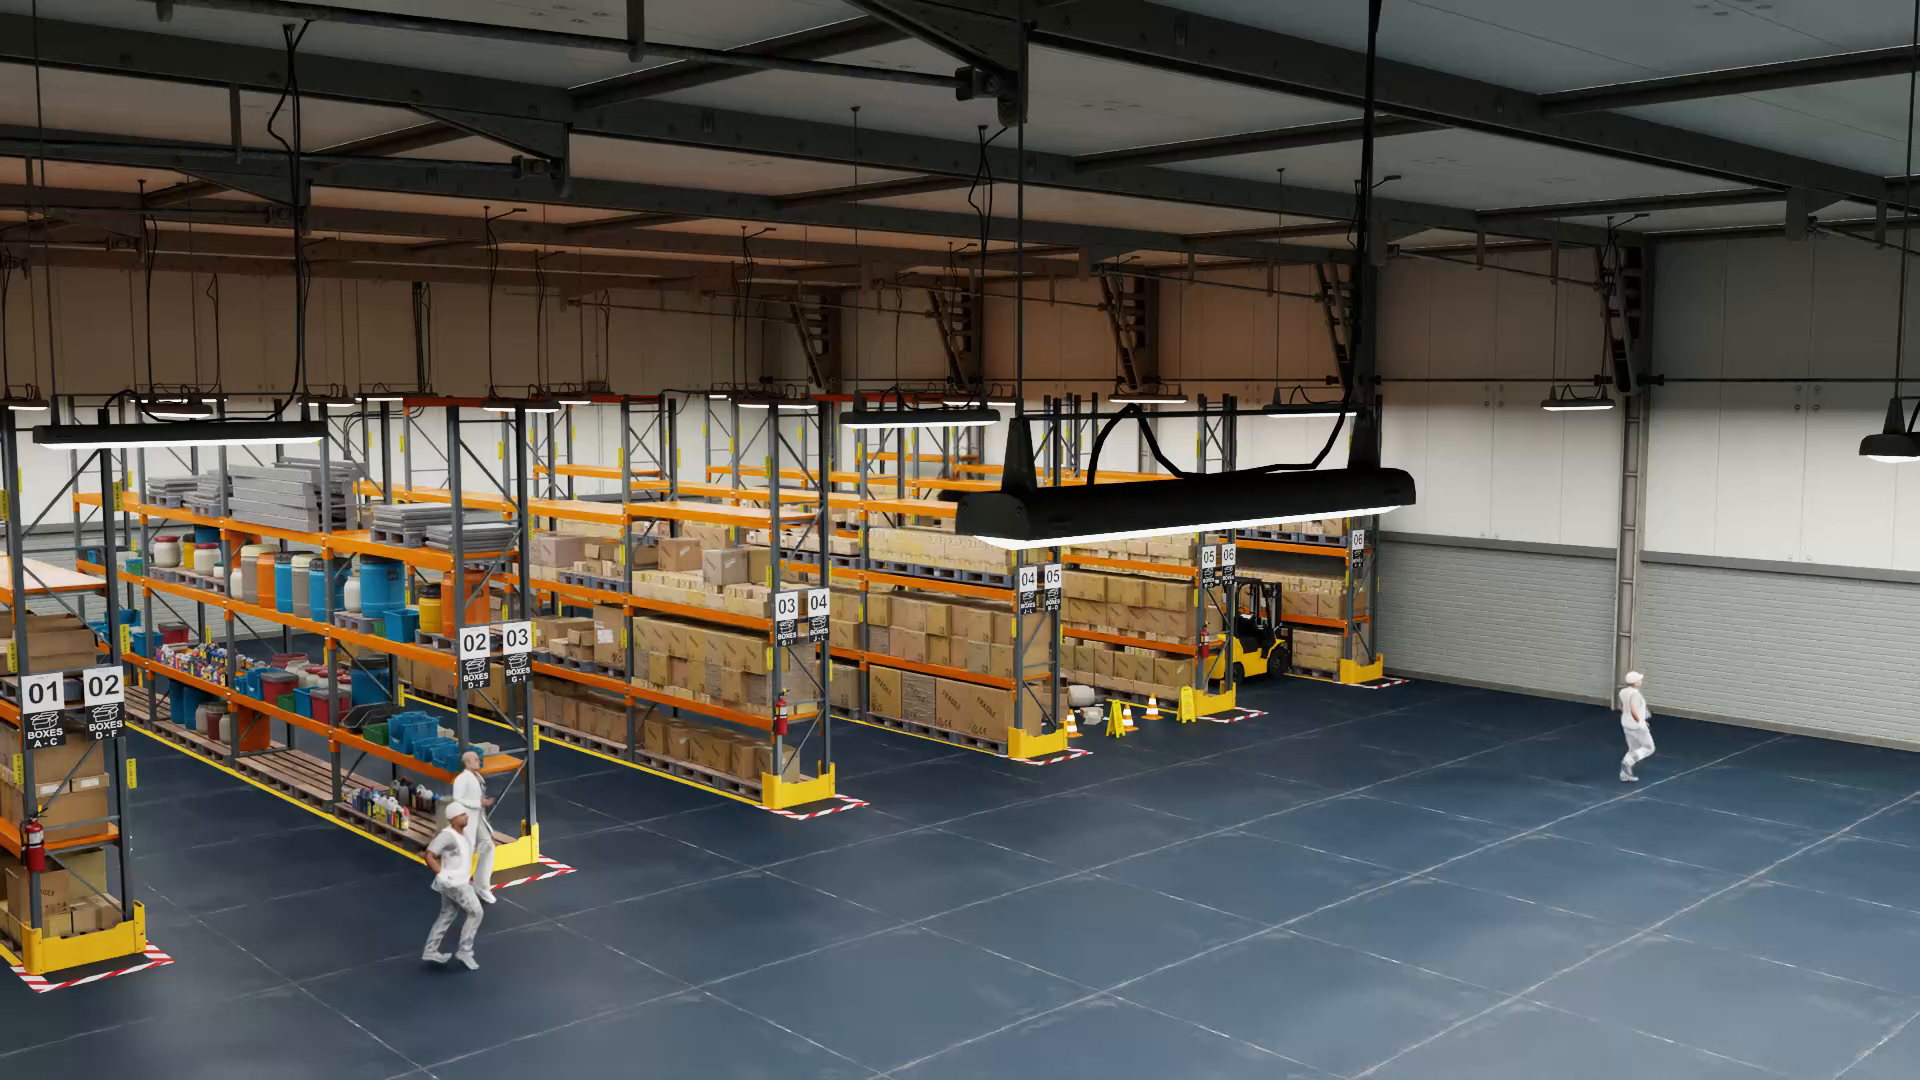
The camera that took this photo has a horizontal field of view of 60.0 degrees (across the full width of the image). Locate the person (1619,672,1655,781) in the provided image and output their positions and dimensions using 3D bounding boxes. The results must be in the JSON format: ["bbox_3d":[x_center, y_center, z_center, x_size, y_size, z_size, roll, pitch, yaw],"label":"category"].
[{"bbox_3d":[10.647,2.931,26.156,0.581,1.740,0.652,-1,6,-8],"label":"person"}]

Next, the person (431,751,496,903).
[{"bbox_3d":[-6.013,3.485,20.288,0.824,1.823,0.724,1,6,11],"label":"person"}]

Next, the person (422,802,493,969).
[{"bbox_3d":[-5.432,3.728,17.951,0.762,1.843,0.644,-1,6,-12],"label":"person"}]
